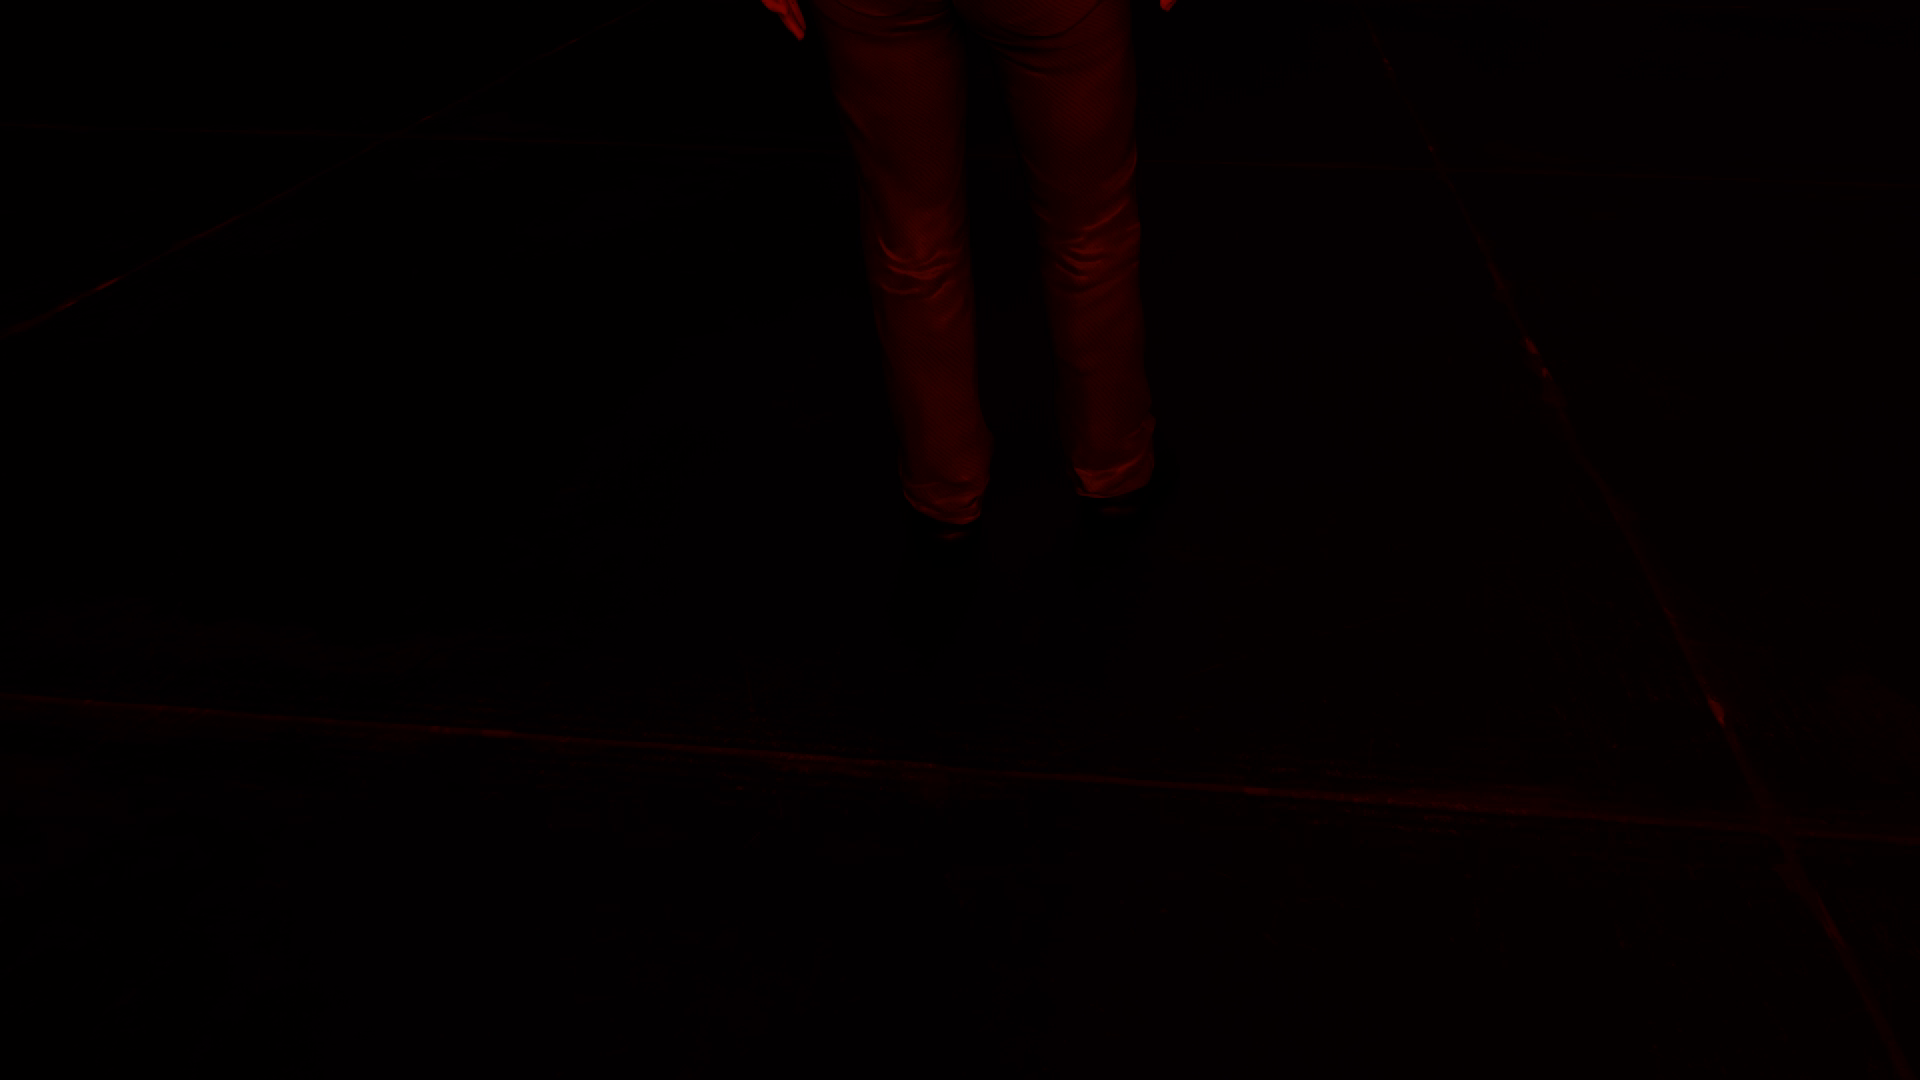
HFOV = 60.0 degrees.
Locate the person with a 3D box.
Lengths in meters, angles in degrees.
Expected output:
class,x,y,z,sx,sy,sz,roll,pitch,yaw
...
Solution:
class,x,y,z,sx,sy,sz,roll,pitch,yaw
person,0.016,-0.804,2.166,0.632,1.720,0.568,3,27,7
